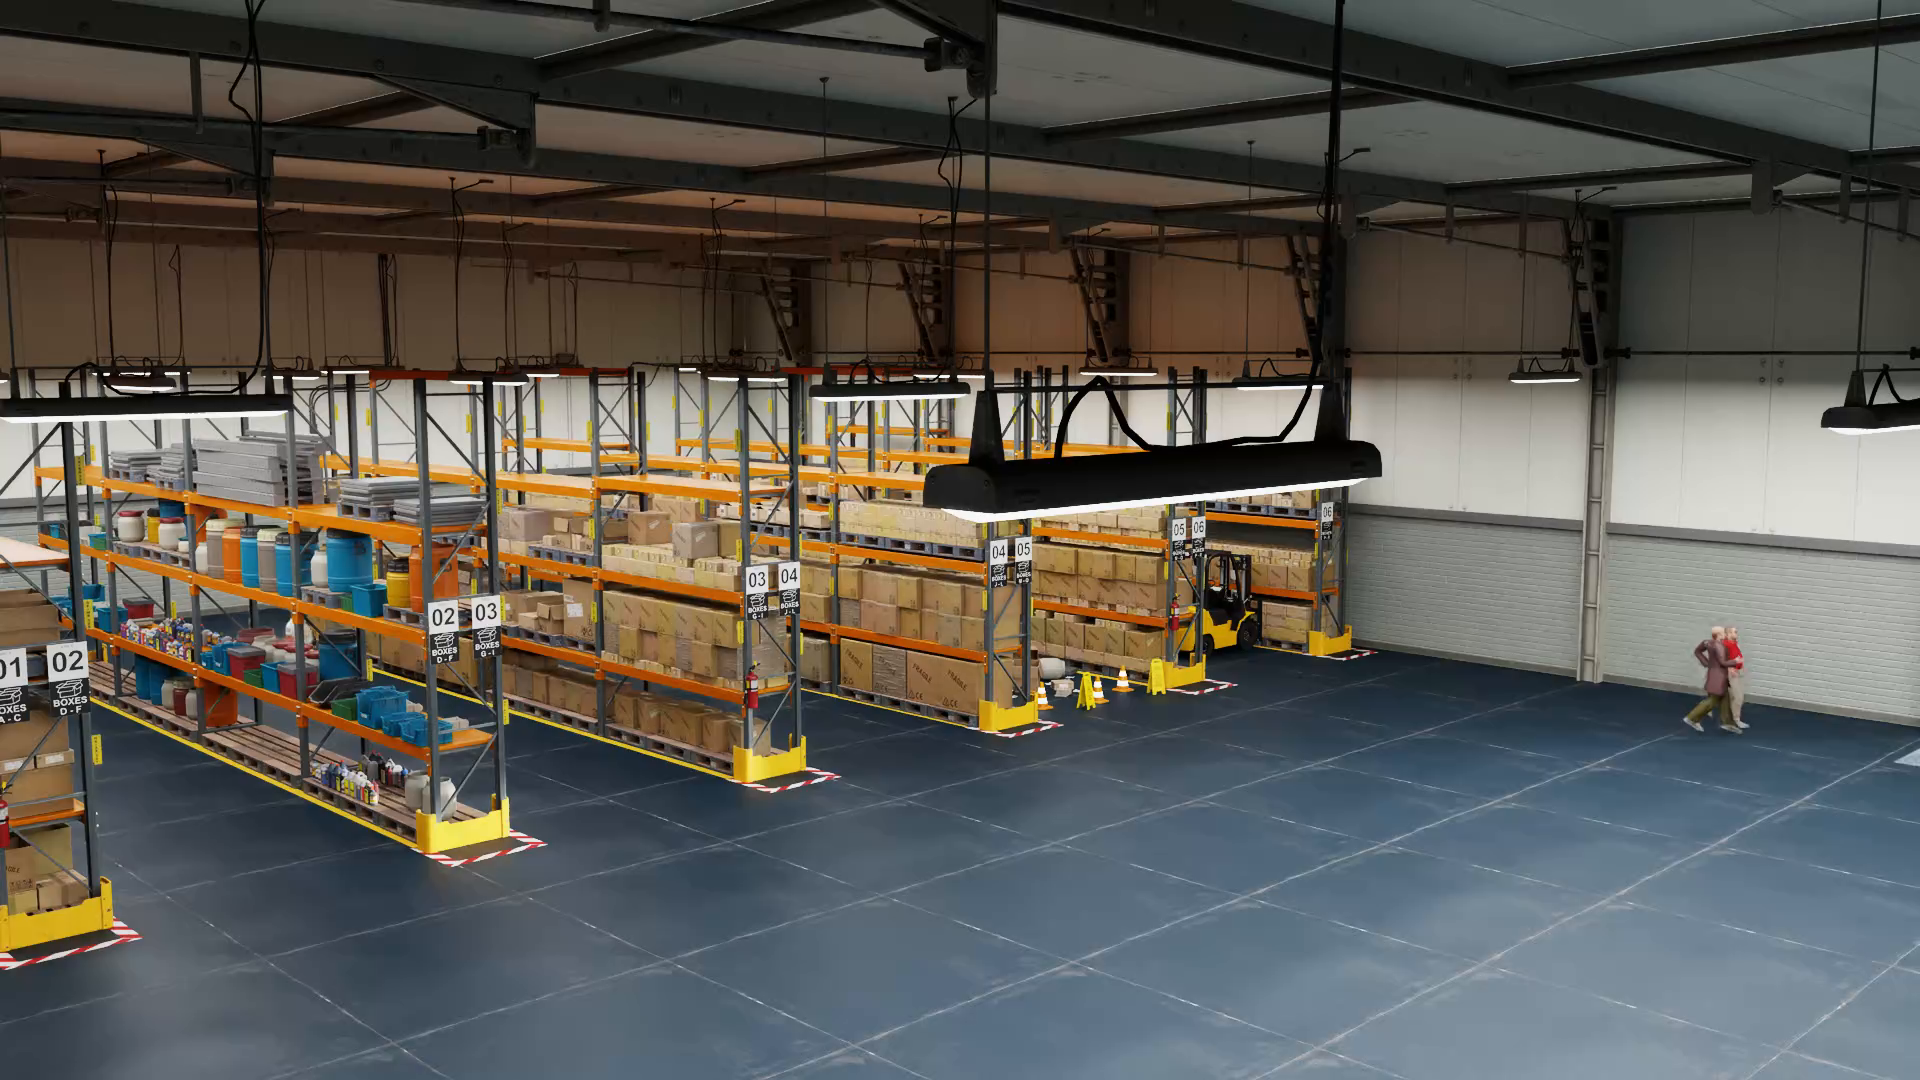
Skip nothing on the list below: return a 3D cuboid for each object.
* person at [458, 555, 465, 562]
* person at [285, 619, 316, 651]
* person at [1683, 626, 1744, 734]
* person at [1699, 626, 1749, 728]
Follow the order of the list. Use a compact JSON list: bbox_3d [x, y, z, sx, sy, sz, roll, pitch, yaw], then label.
[{"bbox_3d":[-11.884,1.131,39.263,0.683,1.570,0.693,0,6,1],"label":"person"},{"bbox_3d":[-12.193,2.055,30.739,0.746,1.726,0.583,5,8,38],"label":"person"},{"bbox_3d":[12.509,2.323,27.513,0.985,1.808,0.701,1,7,11],"label":"person"},{"bbox_3d":[13.020,2.304,28.247,0.785,1.711,0.676,4,8,32],"label":"person"}]
